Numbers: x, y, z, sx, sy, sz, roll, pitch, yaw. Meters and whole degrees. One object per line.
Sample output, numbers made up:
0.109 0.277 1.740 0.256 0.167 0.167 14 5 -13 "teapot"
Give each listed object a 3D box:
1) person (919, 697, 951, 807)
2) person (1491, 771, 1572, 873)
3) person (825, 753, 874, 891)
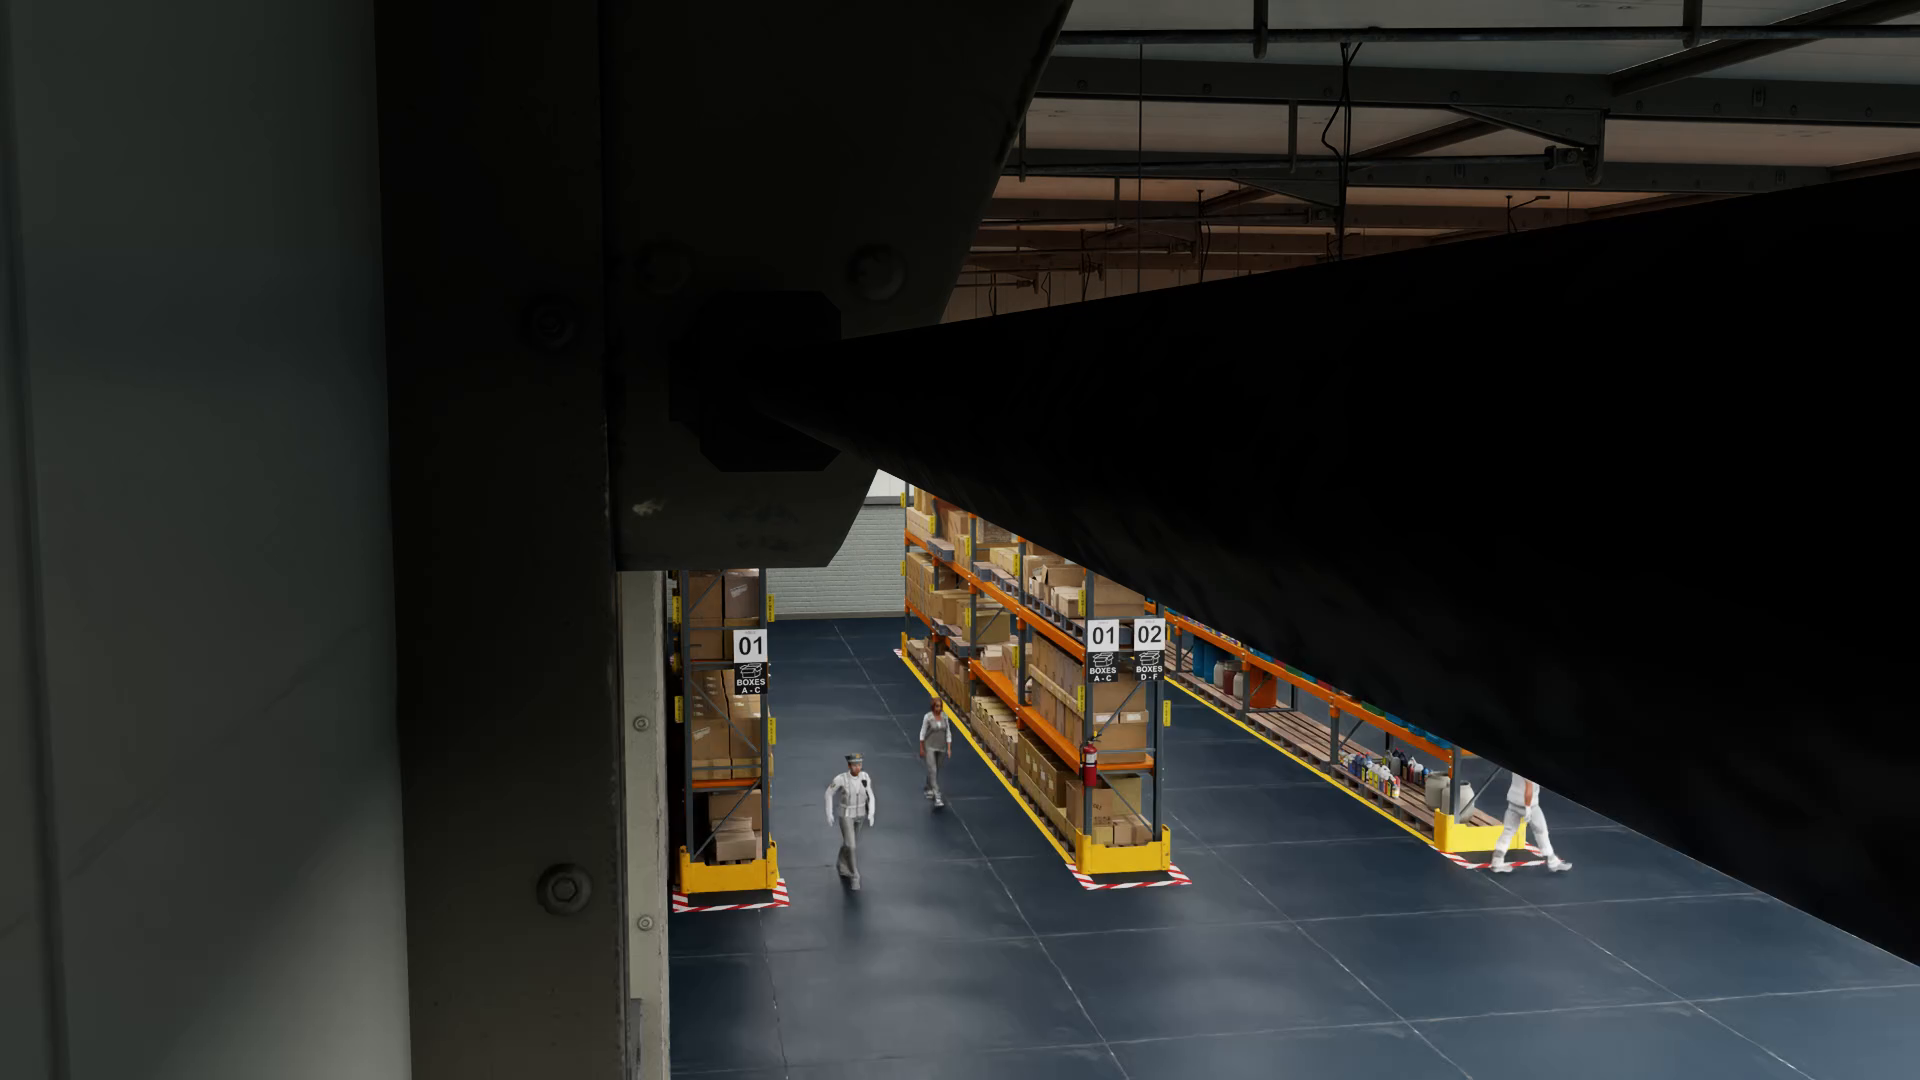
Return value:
-0.337 3.057 24.083 0.455 1.521 0.959 -3 7 -30 "person"
7.124 3.282 20.805 0.988 1.732 0.546 -2 6 -20 "person"
-1.355 3.433 20.472 0.567 1.710 0.845 -4 7 -34 "person"
